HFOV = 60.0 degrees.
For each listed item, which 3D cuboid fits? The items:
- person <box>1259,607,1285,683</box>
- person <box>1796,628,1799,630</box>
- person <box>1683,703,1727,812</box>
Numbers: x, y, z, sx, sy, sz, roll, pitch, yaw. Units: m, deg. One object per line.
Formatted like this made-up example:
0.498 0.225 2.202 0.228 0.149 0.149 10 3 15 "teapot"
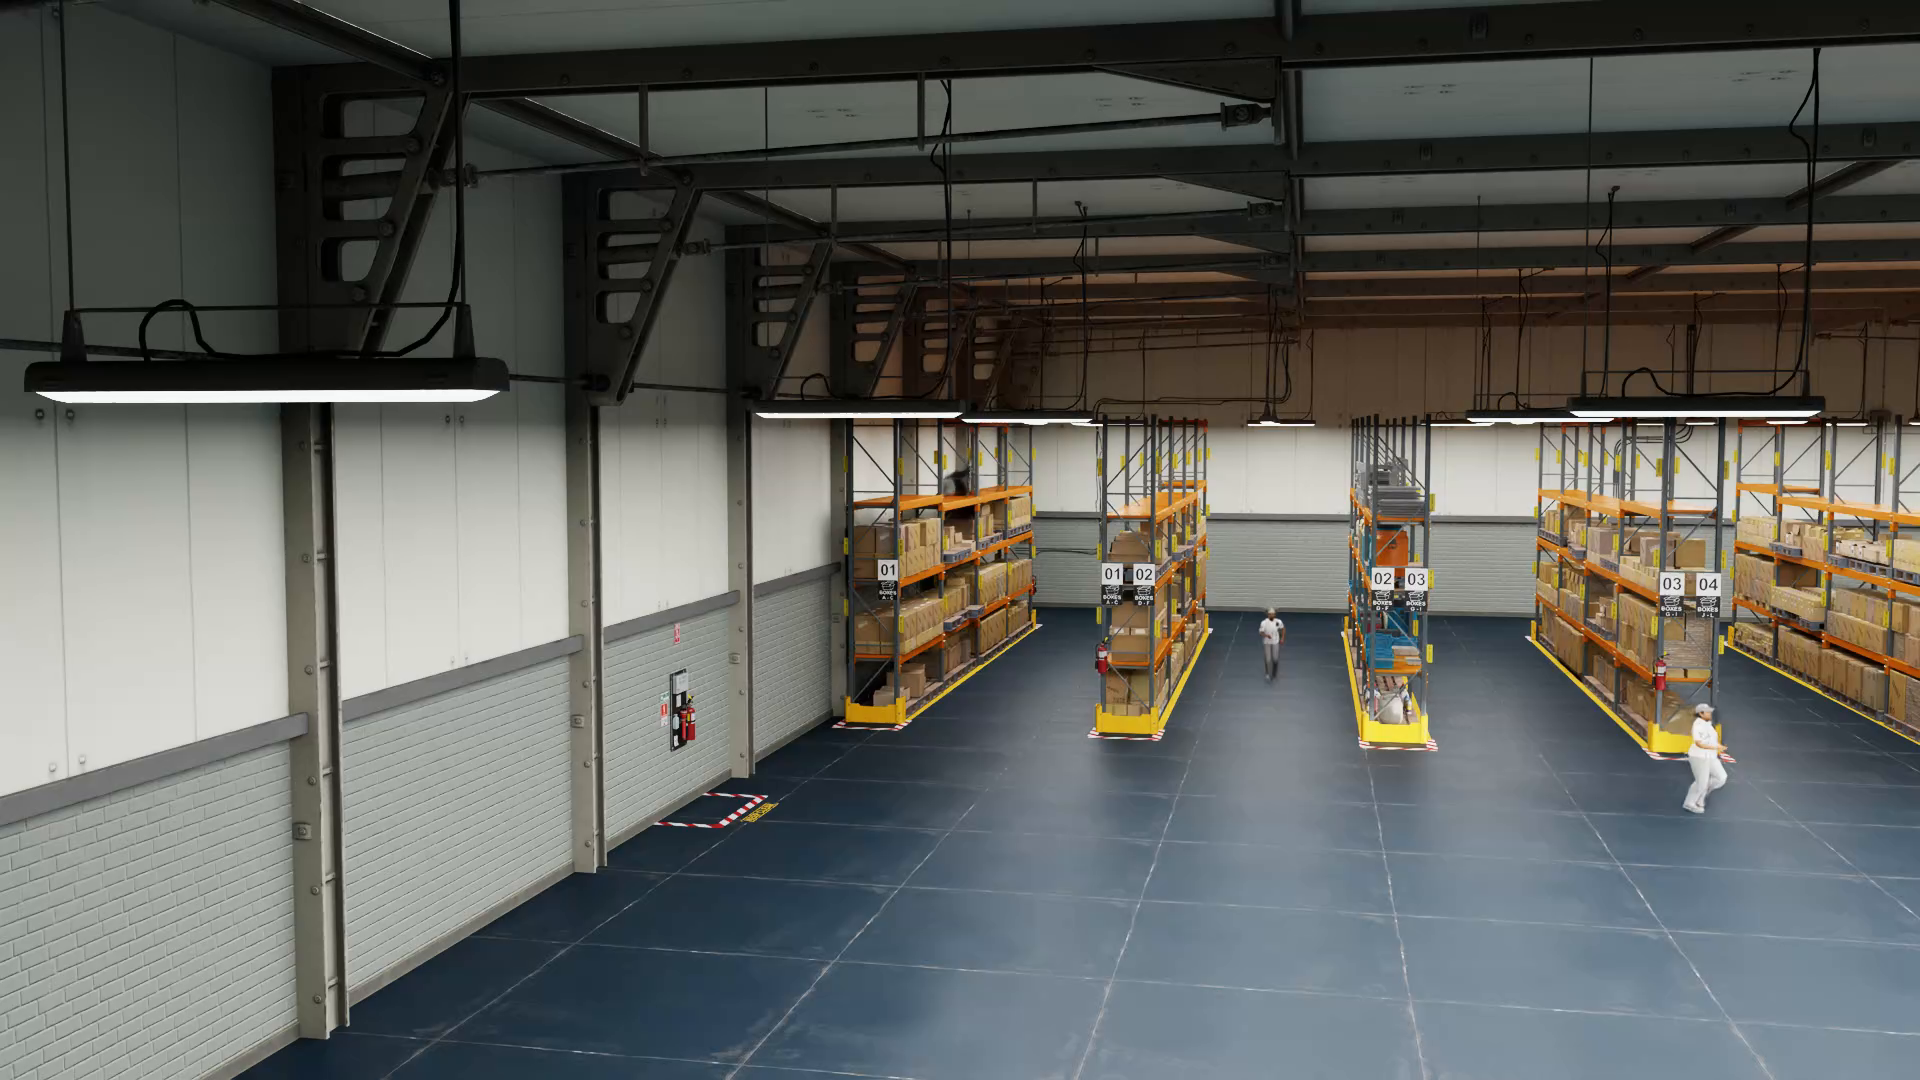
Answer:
7.059 2.389 37.621 0.584 1.750 0.718 1 4 8 "person"
22.875 1.914 44.967 0.564 1.663 0.617 1 4 17 "person"
11.133 3.248 24.806 0.593 1.629 0.590 4 5 43 "person"
